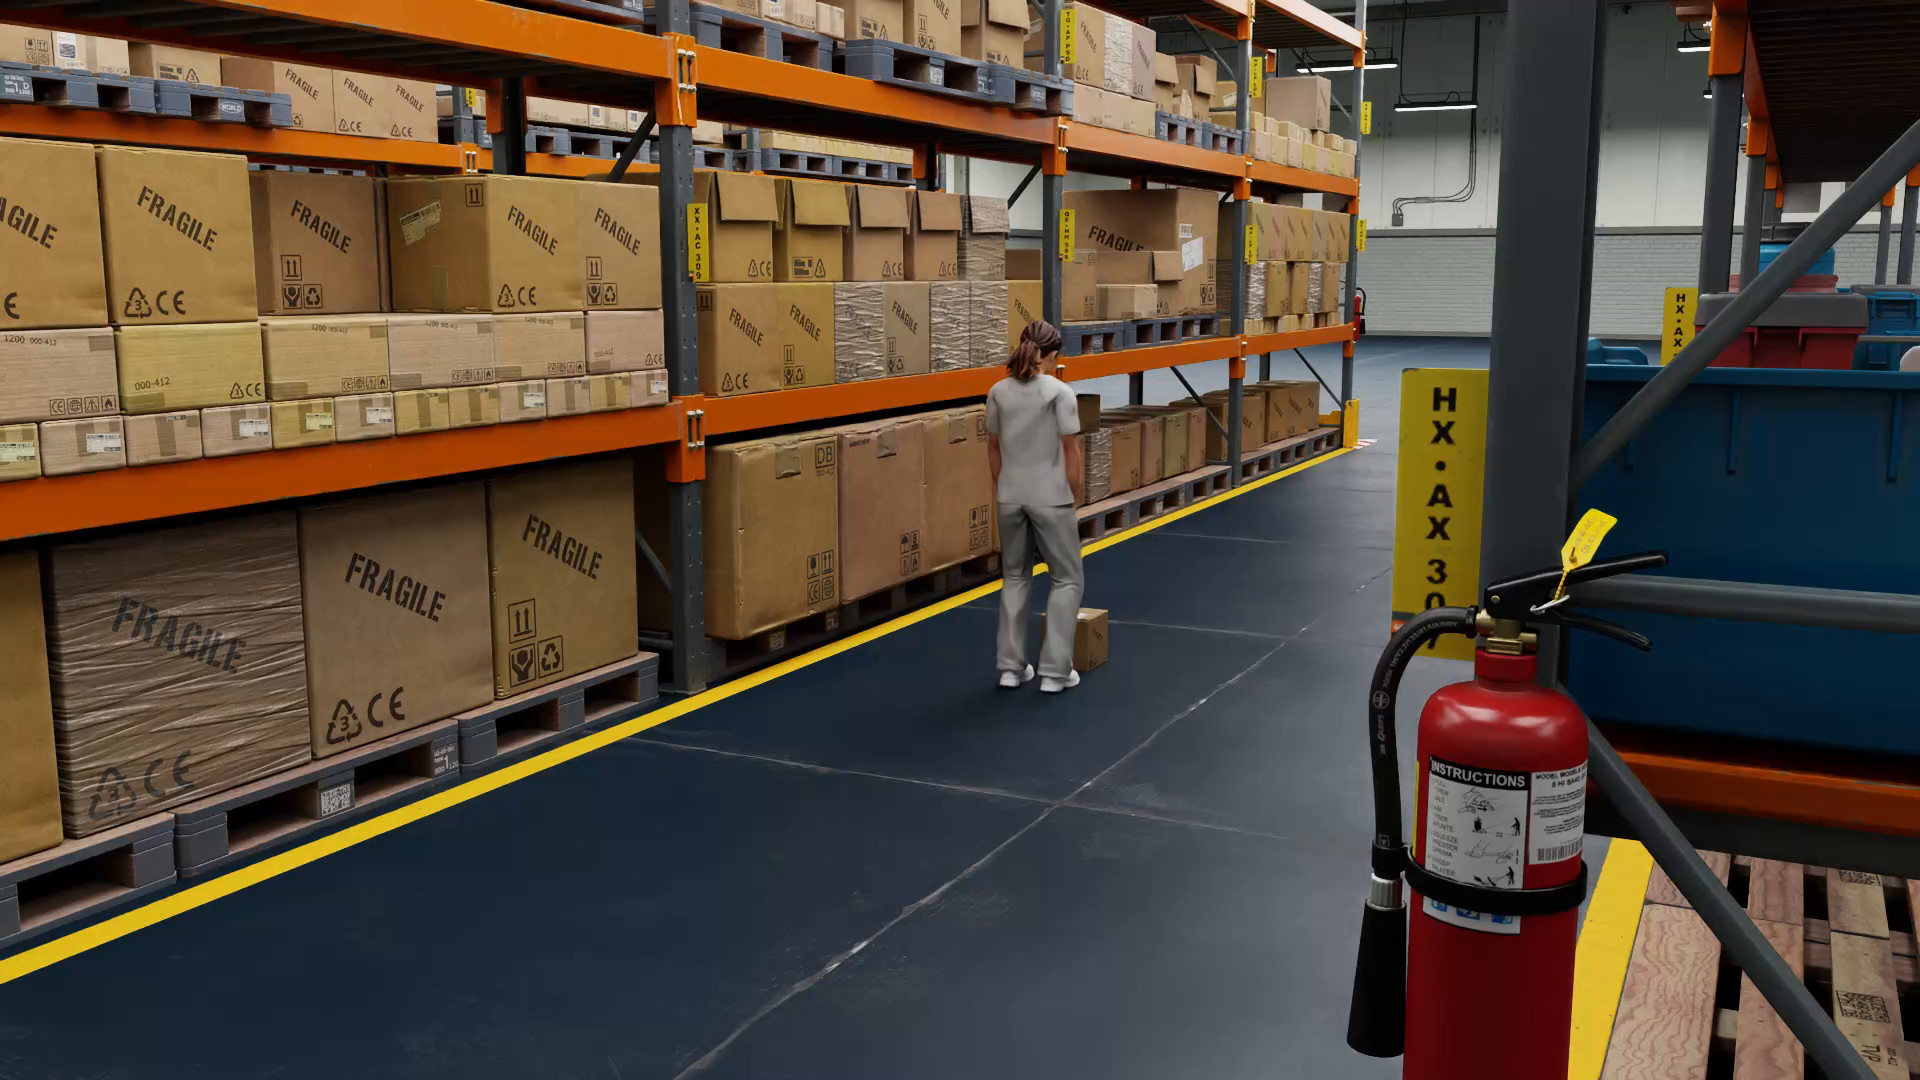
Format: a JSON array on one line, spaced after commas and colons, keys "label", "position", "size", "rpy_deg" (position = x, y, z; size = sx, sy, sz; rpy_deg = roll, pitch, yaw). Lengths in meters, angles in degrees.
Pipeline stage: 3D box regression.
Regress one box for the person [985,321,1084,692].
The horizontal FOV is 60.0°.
[{"label": "person", "position": [0.328, -0.151, 7.436], "size": [0.456, 1.645, 0.354], "rpy_deg": [5, 10, 27]}]
